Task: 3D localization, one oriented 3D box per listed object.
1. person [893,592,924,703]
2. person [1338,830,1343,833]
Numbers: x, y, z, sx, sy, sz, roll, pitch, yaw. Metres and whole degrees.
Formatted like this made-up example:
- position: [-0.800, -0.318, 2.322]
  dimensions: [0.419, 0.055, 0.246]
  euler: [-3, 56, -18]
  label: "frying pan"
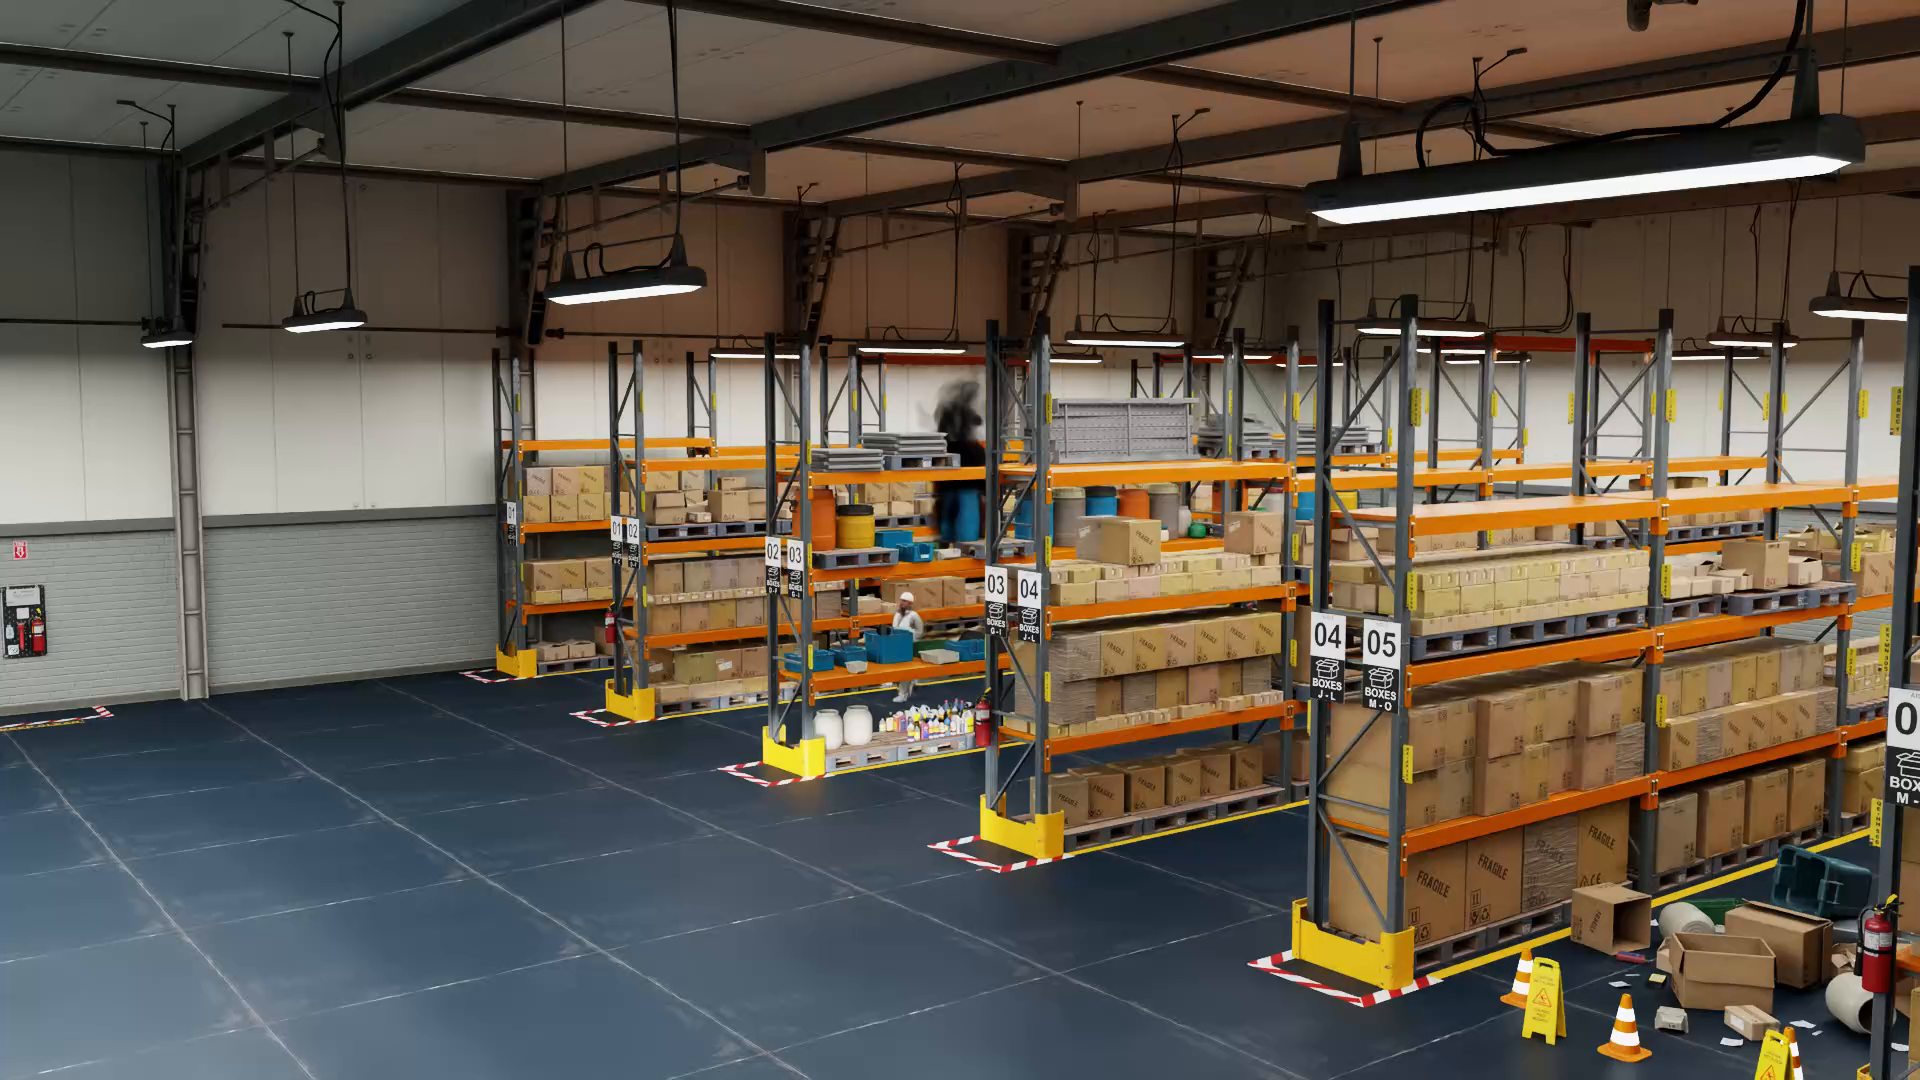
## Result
- position: [-0.874, 1.694, 26.363]
  dimensions: [0.667, 1.738, 0.534]
  euler: [4, 6, 39]
  label: "person"
- position: [4.376, 2.707, 18.447]
  dimensions: [0.594, 1.711, 0.666]
  euler: [4, 6, 37]
  label: "person"
